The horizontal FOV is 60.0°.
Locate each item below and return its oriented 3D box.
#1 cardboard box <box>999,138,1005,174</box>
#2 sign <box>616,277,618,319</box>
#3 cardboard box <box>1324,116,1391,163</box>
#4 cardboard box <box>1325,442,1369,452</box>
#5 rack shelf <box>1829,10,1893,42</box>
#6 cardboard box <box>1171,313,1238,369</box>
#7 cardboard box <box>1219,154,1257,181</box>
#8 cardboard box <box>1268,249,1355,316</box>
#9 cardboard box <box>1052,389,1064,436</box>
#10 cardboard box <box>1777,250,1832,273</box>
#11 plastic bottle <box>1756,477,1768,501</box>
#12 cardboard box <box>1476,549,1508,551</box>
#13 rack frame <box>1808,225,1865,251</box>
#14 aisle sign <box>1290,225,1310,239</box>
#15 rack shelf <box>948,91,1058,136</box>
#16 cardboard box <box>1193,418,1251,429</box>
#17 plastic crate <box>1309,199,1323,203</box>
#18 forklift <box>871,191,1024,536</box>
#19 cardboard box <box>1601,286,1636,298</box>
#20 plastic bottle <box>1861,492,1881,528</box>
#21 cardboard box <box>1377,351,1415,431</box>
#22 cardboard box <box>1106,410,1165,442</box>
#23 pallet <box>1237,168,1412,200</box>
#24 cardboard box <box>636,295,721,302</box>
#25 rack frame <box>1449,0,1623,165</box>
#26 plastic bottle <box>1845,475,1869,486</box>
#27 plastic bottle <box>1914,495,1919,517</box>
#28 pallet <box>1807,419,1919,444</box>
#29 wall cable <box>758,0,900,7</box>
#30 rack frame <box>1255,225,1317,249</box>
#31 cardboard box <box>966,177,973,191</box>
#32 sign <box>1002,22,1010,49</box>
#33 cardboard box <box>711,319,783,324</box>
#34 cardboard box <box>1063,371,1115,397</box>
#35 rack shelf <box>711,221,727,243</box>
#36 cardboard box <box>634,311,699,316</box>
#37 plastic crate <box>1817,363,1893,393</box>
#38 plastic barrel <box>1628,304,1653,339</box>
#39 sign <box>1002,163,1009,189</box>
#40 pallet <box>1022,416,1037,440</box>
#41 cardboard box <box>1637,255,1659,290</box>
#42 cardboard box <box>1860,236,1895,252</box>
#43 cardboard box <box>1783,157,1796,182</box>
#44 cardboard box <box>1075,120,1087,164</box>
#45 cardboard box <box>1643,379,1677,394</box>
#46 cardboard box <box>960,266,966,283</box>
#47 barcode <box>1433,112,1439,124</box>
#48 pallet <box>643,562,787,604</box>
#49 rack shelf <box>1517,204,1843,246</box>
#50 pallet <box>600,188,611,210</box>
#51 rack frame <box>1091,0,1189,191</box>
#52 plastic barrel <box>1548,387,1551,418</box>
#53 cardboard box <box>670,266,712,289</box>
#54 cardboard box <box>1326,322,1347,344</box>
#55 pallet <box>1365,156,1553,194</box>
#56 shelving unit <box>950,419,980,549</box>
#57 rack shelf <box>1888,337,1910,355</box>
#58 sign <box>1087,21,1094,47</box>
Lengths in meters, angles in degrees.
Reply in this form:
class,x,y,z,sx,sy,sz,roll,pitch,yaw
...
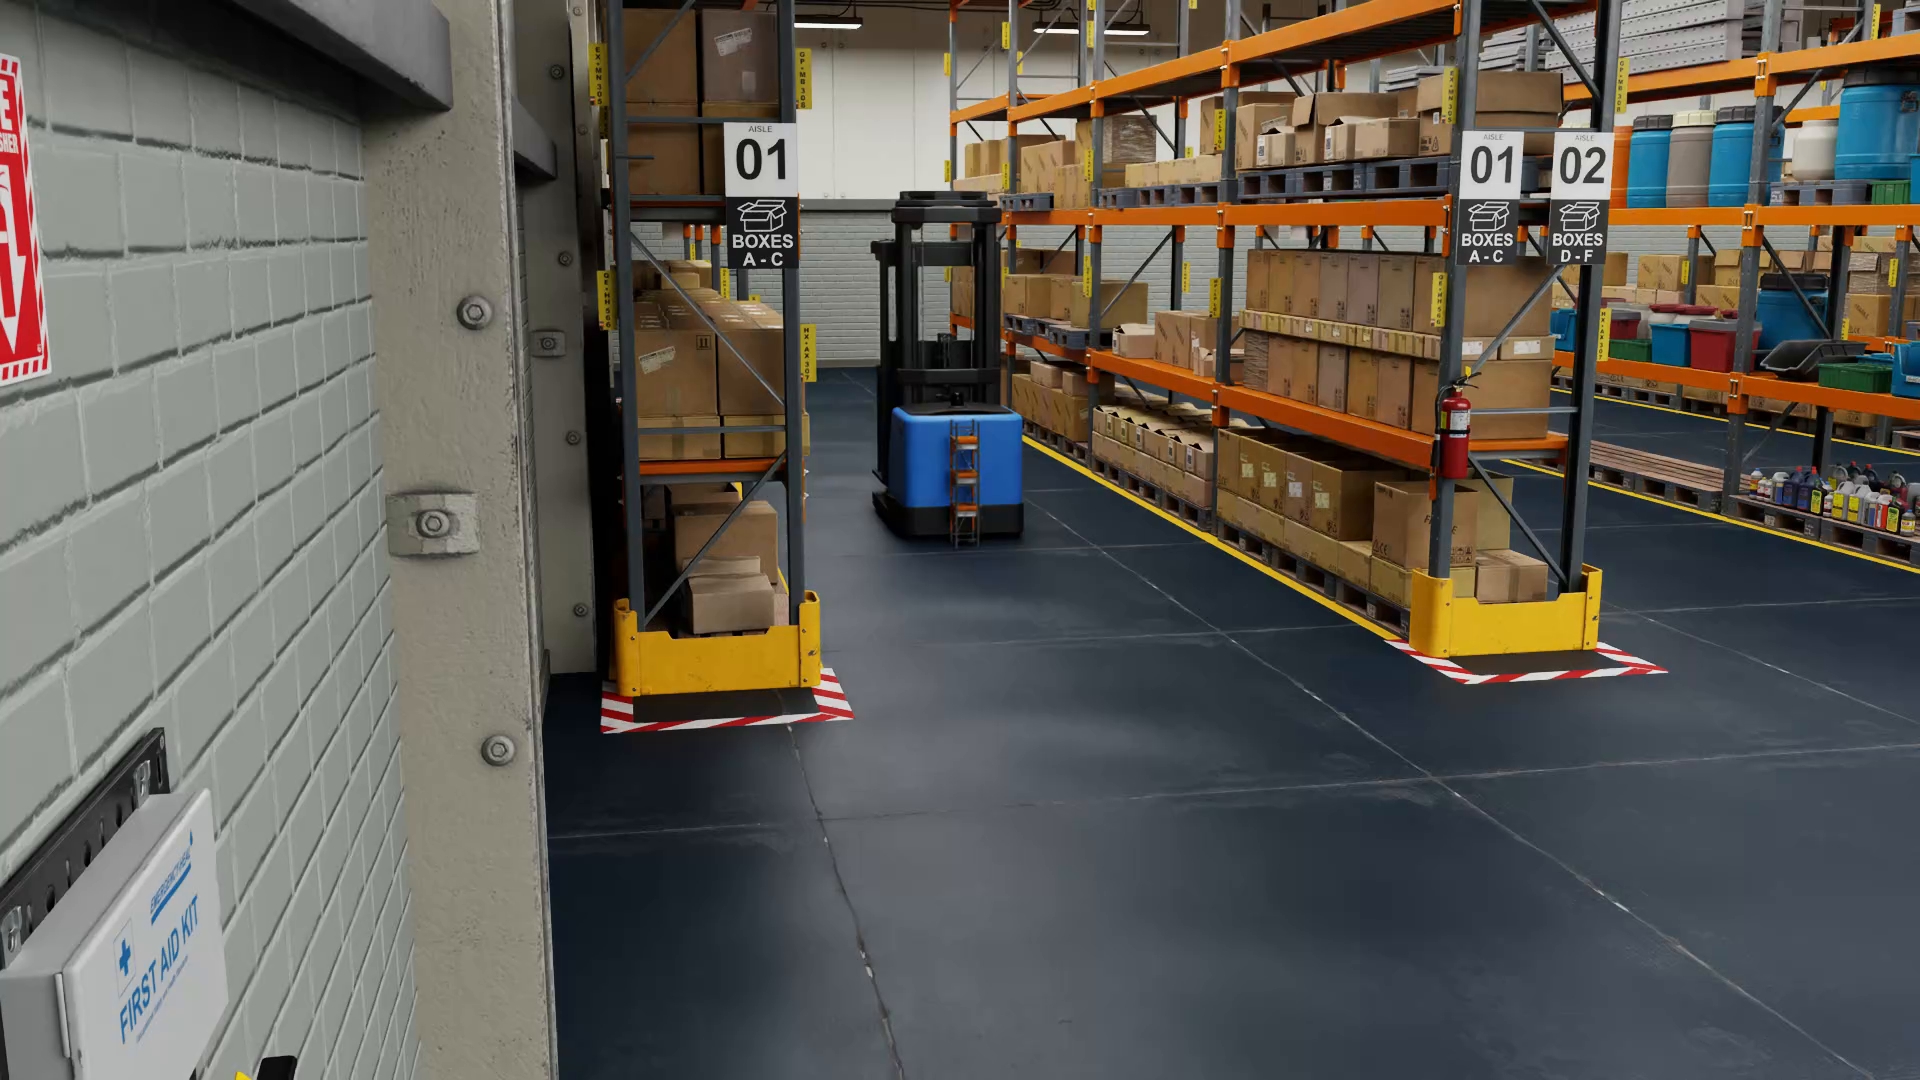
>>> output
class,x,y,z,sx,sy,sz,roll,pitch,yaw
cardboard box,0.932,-5.287,22.990,0.700,0.500,0.500,-2,11,-11
sign,-2.721,-1.897,13.046,0.100,0.325,0.005,-2,11,-11
cardboard box,2.868,-2.805,11.630,0.500,0.311,0.500,-1,11,-4
cardboard box,3.173,-0.493,12.991,0.500,0.500,0.500,-2,11,-11
rack shelf,15.339,-8.112,25.785,1.077,0.370,4.000,-2,11,-11
cardboard box,2.348,-1.909,15.938,0.500,0.500,0.500,-2,11,-11
cardboard box,2.571,-3.250,14.504,0.500,0.250,0.500,-1,11,-5
cardboard box,2.873,-2.043,13.170,0.700,0.500,0.500,-2,11,-11
cardboard box,1.391,-1.510,19.616,0.500,0.500,0.500,-3,11,-13
cardboard box,11.234,-3.542,21.835,0.797,0.503,0.637,-2,11,-9
plastic bottle,7.193,-0.458,14.888,0.097,0.201,0.097,0,11,0
cardboard box,3.472,0.150,11.618,0.500,0.250,0.500,-2,11,-11
rack frame,14.950,-4.252,28.516,1.000,3.000,0.127,-2,11,-11
aisle sign,5.480,-5.211,26.602,0.394,0.787,0.004,-2,11,-11
rack shelf,0.736,-5.956,23.356,1.077,0.370,4.000,-2,11,-11
cardboard box,2.545,-1.028,16.306,0.500,0.311,0.500,-2,11,-9
plastic crate,5.335,-4.908,24.256,0.437,0.282,0.530,-2,11,-11
forklift,-0.219,-1.699,15.286,1.130,2.935,3.031,-2,11,-10
cardboard box,10.202,-3.782,25.652,0.500,0.250,0.500,-2,11,-12
plastic bottle,7.482,-0.248,13.583,0.152,0.276,0.135,-2,11,-13
cardboard box,3.274,-1.028,11.307,0.700,0.500,0.500,-2,11,-10
cardboard box,1.828,-1.192,17.168,0.500,0.311,0.500,-2,11,-12
pallet,2.873,-2.805,13.125,1.003,0.211,1.213,-2,11,-11
cardboard box,-2.503,-1.932,14.879,0.700,0.500,0.500,-1,11,-3
rack frame,3.459,-3.744,9.798,1.000,3.000,0.127,-2,11,-11
plastic bottle,7.846,-0.435,14.567,0.152,0.276,0.135,-2,11,-11
plastic bottle,8.126,-0.298,14.049,0.097,0.201,0.097,0,11,0
pallet,11.542,-1.401,20.992,1.003,0.211,1.213,-2,11,-11
wall cable,-2.607,-8.602,30.119,3.097,2.526,0.112,-2,11,-11
rack frame,5.207,-3.911,26.720,1.000,3.000,0.127,-2,11,-11
cardboard box,0.386,-5.089,23.955,0.500,0.250,0.500,-2,11,-11
sign,0.590,-6.426,21.181,0.100,0.325,0.005,-2,11,-11
cardboard box,-1.283,-1.110,10.347,0.500,0.500,0.500,-2,11,-11
cardboard box,1.476,-1.794,19.100,0.500,0.250,0.500,-2,11,-9
rack shelf,-2.566,-2.836,14.978,1.077,0.370,4.000,-2,11,-11
cardboard box,-1.990,-1.279,11.234,0.500,0.500,0.500,-2,11,-10
plastic crate,7.528,-1.346,13.814,0.450,0.188,0.662,-2,11,-11
plastic barrel,7.254,-2.240,17.644,0.421,0.512,0.421,0,11,0
sign,0.595,-4.704,21.483,0.100,0.325,0.005,-2,11,-11
pallet,1.321,-1.480,21.407,1.003,0.211,1.213,-2,11,-11
cardboard box,10.398,-3.964,24.603,0.500,0.500,0.500,-2,11,-10
cardboard box,14.961,-4.658,26.912,0.500,0.500,0.500,-2,11,-12
cardboard box,11.203,-4.728,21.592,0.797,0.503,0.637,-2,11,-12
cardboard box,1.626,-4.545,19.089,0.500,0.500,0.500,-2,11,-11
cardboard box,10.793,-2.644,24.622,0.875,0.875,0.875,-2,11,-11
cardboard box,0.284,-4.085,24.694,0.500,0.500,0.500,-2,11,-10
barcode,2.927,-2.593,10.223,0.001,0.075,0.075,-2,11,-11
pallet,-1.771,0.367,11.706,1.003,0.211,1.213,-2,11,-11
rack shelf,7.152,-3.197,16.871,1.077,0.370,4.000,-2,11,-11
pallet,-3.132,-3.580,17.466,1.213,0.211,1.003,-2,11,-8
rack frame,1.903,-5.211,17.507,1.000,3.000,0.127,-2,11,-11
plastic barrel,6.651,-1.673,19.643,0.600,0.830,0.708,-2,11,-11
cardboard box,-2.796,-2.754,17.523,0.500,0.250,0.500,-2,11,-10
cardboard box,2.894,-1.512,12.115,0.380,0.149,0.250,-2,11,-12
pallet,3.347,-2.357,10.773,1.003,0.211,1.213,-2,11,-11
shelving unit,0.041,-0.471,13.864,0.215,1.050,0.252,-2,11,-10
rack shelf,12.010,-1.903,18.097,1.077,0.370,4.000,-2,11,-11
sign,1.669,-6.502,21.371,0.100,0.325,0.005,-2,11,-11
